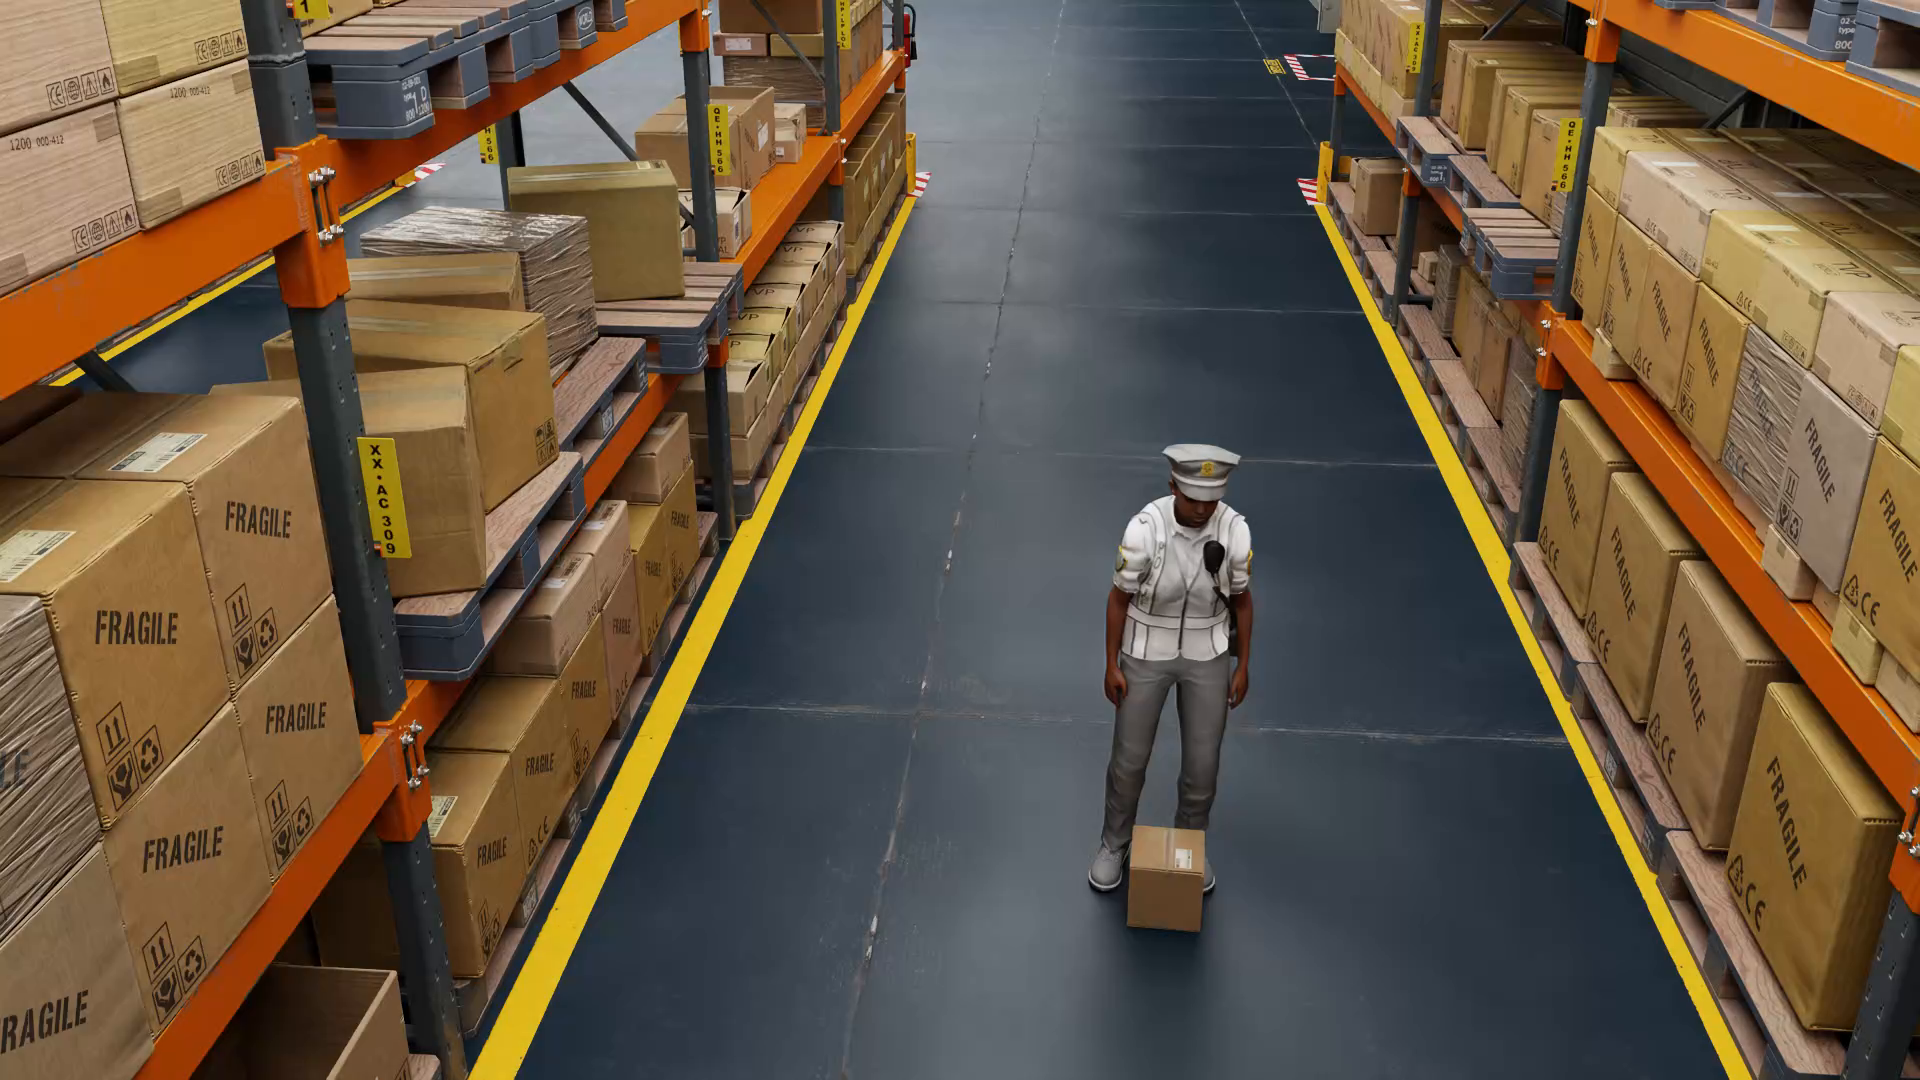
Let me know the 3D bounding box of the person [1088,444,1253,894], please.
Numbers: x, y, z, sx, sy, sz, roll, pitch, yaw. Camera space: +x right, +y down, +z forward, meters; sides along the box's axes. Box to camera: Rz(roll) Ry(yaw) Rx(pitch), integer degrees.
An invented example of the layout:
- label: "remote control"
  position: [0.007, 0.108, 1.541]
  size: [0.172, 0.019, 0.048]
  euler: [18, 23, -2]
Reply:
- label: "person"
  position: [0.726, 0.429, 5.669]
  size: [0.531, 1.661, 0.397]
  euler: [0, 25, 1]
